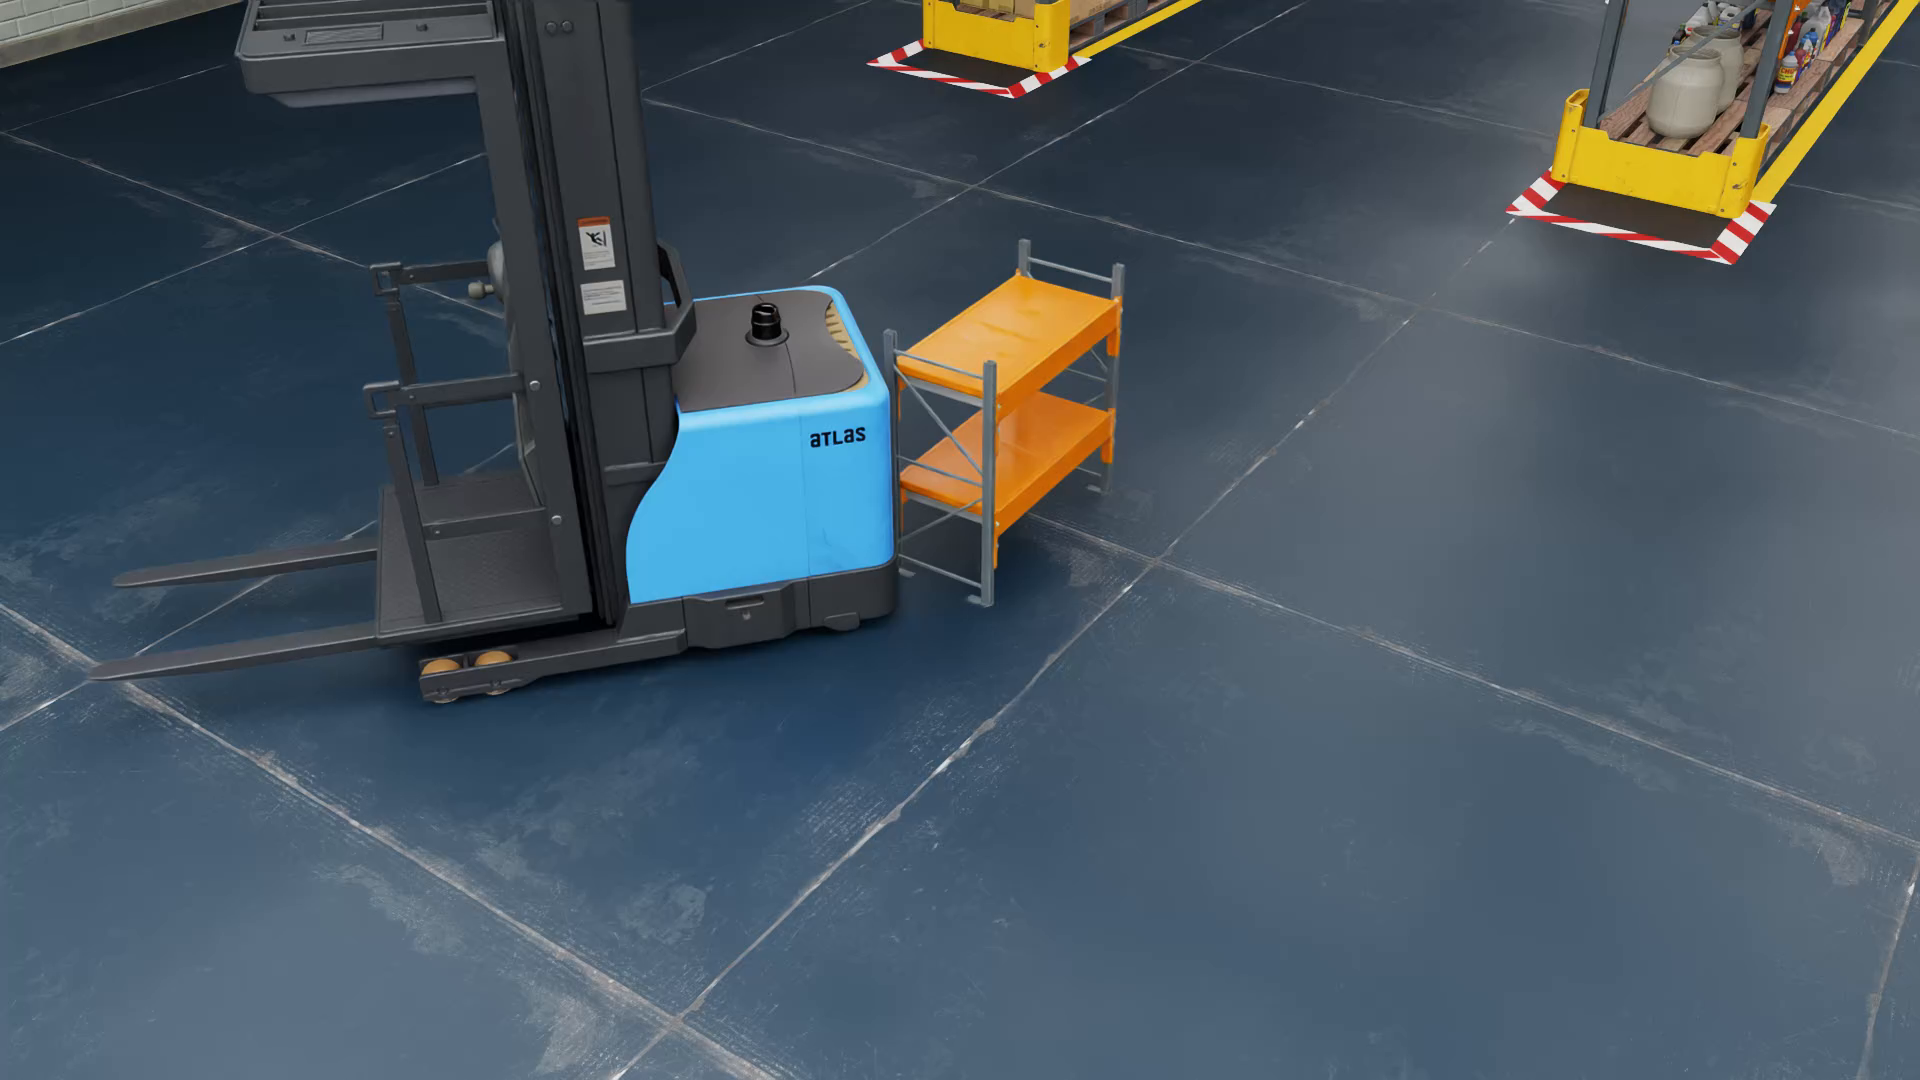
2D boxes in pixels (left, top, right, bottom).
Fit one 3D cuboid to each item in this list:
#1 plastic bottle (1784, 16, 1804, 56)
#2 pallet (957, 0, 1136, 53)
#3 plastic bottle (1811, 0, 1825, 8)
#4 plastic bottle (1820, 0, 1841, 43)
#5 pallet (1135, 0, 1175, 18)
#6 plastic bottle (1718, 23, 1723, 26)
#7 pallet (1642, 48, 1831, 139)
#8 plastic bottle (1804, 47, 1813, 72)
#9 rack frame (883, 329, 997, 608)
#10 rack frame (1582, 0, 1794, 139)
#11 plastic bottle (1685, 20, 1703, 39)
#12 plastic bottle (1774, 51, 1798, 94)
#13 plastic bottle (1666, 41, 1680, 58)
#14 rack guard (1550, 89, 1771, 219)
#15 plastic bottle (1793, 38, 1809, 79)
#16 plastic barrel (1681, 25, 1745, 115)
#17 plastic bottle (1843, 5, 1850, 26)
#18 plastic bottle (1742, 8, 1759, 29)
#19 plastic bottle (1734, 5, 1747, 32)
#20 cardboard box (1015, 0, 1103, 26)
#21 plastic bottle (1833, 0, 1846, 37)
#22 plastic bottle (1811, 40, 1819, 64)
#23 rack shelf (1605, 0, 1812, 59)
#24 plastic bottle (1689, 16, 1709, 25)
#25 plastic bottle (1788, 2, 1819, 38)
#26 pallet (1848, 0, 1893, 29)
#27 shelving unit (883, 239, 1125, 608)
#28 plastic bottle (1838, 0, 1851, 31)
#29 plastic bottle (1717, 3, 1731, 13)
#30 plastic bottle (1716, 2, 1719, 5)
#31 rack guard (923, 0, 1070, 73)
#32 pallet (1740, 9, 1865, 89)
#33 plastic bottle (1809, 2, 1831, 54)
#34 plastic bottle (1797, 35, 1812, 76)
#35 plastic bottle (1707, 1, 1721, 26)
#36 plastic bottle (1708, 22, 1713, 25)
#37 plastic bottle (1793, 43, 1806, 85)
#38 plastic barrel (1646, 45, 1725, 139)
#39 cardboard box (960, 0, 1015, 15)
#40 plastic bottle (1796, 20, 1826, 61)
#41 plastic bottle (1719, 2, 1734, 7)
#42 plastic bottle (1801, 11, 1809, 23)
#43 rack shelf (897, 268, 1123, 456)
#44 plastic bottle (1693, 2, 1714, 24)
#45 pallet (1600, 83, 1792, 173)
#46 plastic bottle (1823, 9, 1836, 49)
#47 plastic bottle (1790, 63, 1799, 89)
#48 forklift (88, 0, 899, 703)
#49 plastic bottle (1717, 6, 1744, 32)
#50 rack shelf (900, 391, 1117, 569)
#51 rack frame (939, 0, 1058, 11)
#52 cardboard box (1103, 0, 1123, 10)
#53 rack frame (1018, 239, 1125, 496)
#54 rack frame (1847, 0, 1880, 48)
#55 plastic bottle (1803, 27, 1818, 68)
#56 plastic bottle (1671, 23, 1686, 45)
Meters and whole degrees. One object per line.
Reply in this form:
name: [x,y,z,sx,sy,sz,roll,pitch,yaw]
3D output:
plastic bottle: [6.020,-3.639,11.985,0.061,0.283,0.133,21,39,28]
pallet: [0.682,-4.200,13.273,1.003,0.211,1.213,21,39,28]
plastic bottle: [6.379,-3.990,12.444,0.144,0.351,0.185,21,39,28]
plastic bottle: [6.388,-3.855,12.245,0.144,0.351,0.185,19,39,26]
pallet: [1.378,-4.760,14.100,1.003,0.211,1.213,21,39,28]
plastic bottle: [5.495,-3.645,12.067,0.097,0.201,0.097,0,34,0]
pallet: [5.516,-3.232,11.841,1.003,0.211,1.213,21,39,28]
plastic bottle: [5.946,-3.414,11.725,0.097,0.201,0.097,0,34,0]
rack frame: [-0.079,-0.271,6.646,0.500,1.125,0.032,20,39,27]
rack frame: [4.347,-3.406,9.609,1.000,3.000,0.127,21,39,28]
plastic bottle: [5.201,-3.553,11.864,0.152,0.276,0.135,22,40,29]
plastic bottle: [5.637,-3.193,11.337,0.097,0.271,0.097,0,34,0]
plastic bottle: [5.034,-3.415,11.727,0.097,0.201,0.097,0,34,0]
rack guard: [4.352,-2.421,10.383,1.175,0.500,0.348,21,39,28]
plastic bottle: [5.833,-3.351,11.570,0.097,0.271,0.097,0,34,0]
plastic barrel: [4.946,-3.108,11.014,0.421,0.512,0.421,0,34,0]
plastic bottle: [6.677,-4.004,12.598,0.097,0.201,0.097,0,34,0]
plastic bottle: [5.945,-4.047,12.529,0.144,0.351,0.185,21,39,28]
plastic bottle: [5.843,-3.955,12.463,0.097,0.271,0.097,0,34,0]
cardboard box: [0.769,-4.201,12.864,0.500,0.250,0.500,21,39,28]
plastic bottle: [6.498,-3.944,12.376,0.144,0.351,0.185,20,39,27]
plastic bottle: [6.063,-3.508,11.865,0.097,0.201,0.097,0,34,0]
rack shelf: [5.488,-4.029,11.172,1.077,0.370,4.000,21,39,28]
plastic bottle: [5.280,-3.617,11.959,0.152,0.276,0.135,20,39,27]
plastic bottle: [6.252,-3.860,12.319,0.152,0.276,0.135,21,39,28]
pallet: [7.044,-4.466,13.665,1.003,0.211,1.213,21,39,28]
shelving unit: [0.196,-0.510,7.000,0.538,1.125,1.048,20,39,27]
plastic bottle: [6.625,-3.977,12.486,0.061,0.283,0.133,23,41,30]
plastic bottle: [5.666,-3.894,12.373,0.097,0.271,0.097,0,34,0]
plastic bottle: [5.591,-3.916,12.395,0.061,0.283,0.133,23,40,30]
rack guard: [0.267,-3.944,12.635,1.175,0.500,0.348,21,39,28]
pallet: [6.211,-3.796,12.675,1.003,0.211,1.213,21,39,28]
plastic bottle: [6.204,-3.707,12.025,0.144,0.351,0.185,21,39,28]
plastic bottle: [5.890,-3.397,11.638,0.097,0.271,0.097,0,34,0]
plastic bottle: [5.477,-3.811,12.179,0.144,0.351,0.185,21,39,28]
plastic bottle: [5.288,-3.522,11.813,0.061,0.283,0.133,21,39,28]
plastic bottle: [5.781,-3.297,11.479,0.061,0.283,0.133,22,40,29]
plastic barrel: [4.660,-2.877,10.673,0.421,0.512,0.421,0,34,0]
cardboard box: [0.343,-4.366,13.109,0.500,0.250,0.500,21,39,28]
plastic bottle: [6.108,-3.602,11.938,0.152,0.276,0.135,22,40,29]
plastic bottle: [5.719,-4.006,12.468,0.144,0.351,0.185,20,39,26]
plastic bottle: [6.105,-3.700,12.075,0.061,0.283,0.133,21,39,28]
rack shelf: [0.196,-0.753,6.836,0.538,0.278,1.000,20,39,27]
plastic bottle: [5.371,-3.725,12.053,0.144,0.351,0.185,23,40,30]
pallet: [4.820,-2.673,11.015,1.003,0.211,1.213,21,39,28]
plastic bottle: [6.330,-3.739,12.134,0.061,0.283,0.133,24,41,31]
plastic bottle: [5.696,-3.212,11.427,0.097,0.201,0.097,0,34,0]
forklift: [-1.824,-0.922,5.998,3.031,2.935,1.130,-9,35,-13]
plastic bottle: [5.613,-3.744,12.147,0.152,0.276,0.135,21,39,28]
rack shelf: [0.196,-0.308,7.137,0.538,0.278,1.000,20,39,27]
rack frame: [0.280,-4.990,11.951,1.000,3.000,0.127,21,39,28]
cardboard box: [1.051,-4.432,13.206,0.500,0.250,0.500,21,39,28]
rack frame: [0.471,-0.750,7.355,0.500,1.125,0.032,20,39,27]
rack frame: [6.628,-5.247,12.331,1.000,3.000,0.127,21,39,28]
plastic bottle: [6.005,-3.490,11.776,0.097,0.271,0.097,0,34,0]
plastic bottle: [5.086,-3.508,11.792,0.061,0.283,0.133,22,40,29]
